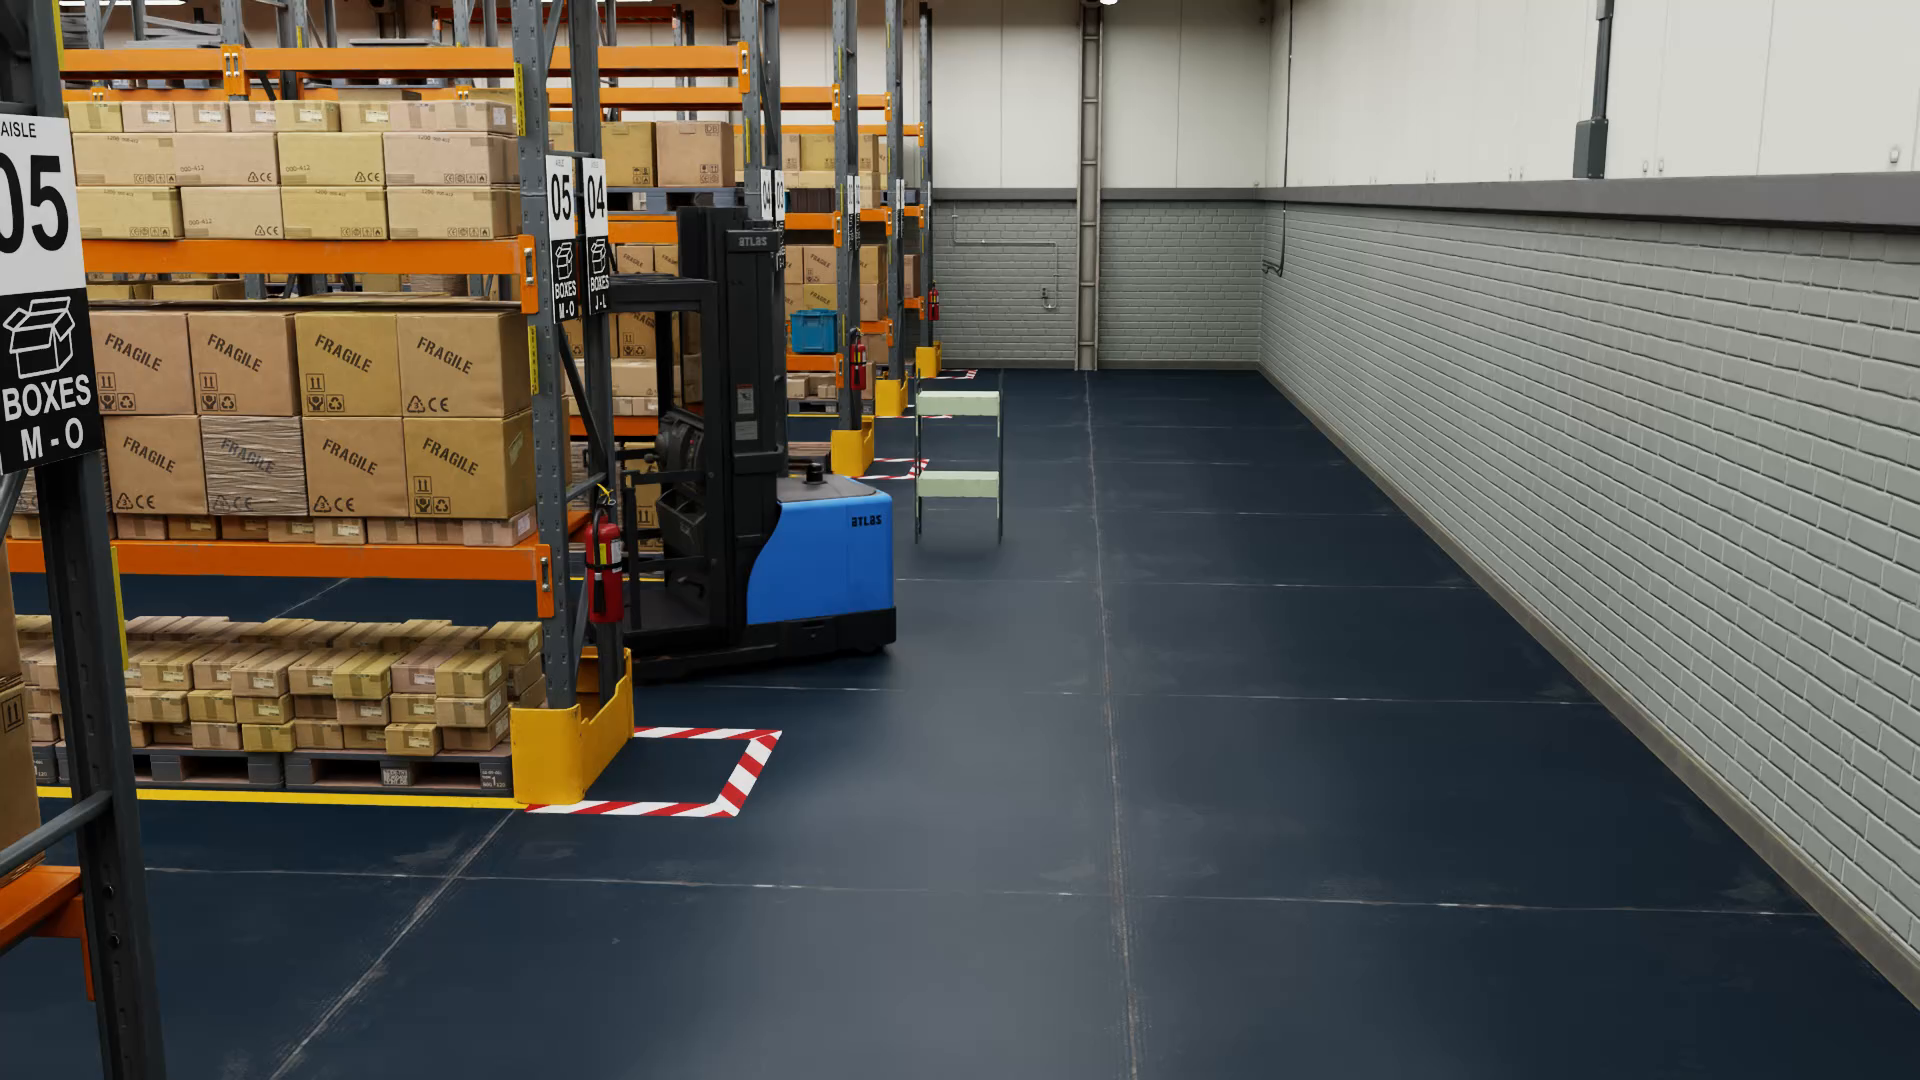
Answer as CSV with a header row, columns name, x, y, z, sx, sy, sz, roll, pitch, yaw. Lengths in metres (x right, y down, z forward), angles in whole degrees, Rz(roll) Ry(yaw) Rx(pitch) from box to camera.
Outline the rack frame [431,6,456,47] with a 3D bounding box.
name,x,y,z,sx,sy,sz,roll,pitch,yaw
rack frame,-8.539,-7.345,27.904,0.127,3.000,1.000,1,12,4

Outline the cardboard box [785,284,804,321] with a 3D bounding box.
name,x,y,z,sx,sy,sz,roll,pitch,yaw
cardboard box,-2.365,-3.301,22.978,0.500,0.500,0.500,1,12,4

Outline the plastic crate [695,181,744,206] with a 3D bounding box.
name,x,y,z,sx,sy,sz,roll,pitch,yaw
plastic crate,-2.725,-3.790,18.387,0.767,0.338,0.504,1,12,4

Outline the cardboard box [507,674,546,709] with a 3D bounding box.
name,x,y,z,sx,sy,sz,roll,pitch,yaw
cardboard box,-2.484,0.866,9.241,0.250,0.149,0.380,1,12,5

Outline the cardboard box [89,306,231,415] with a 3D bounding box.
name,x,y,z,sx,sy,sz,roll,pitch,yaw
cardboard box,-4.009,-0.910,8.379,0.500,0.500,0.500,0,12,2

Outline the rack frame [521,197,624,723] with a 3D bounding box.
name,x,y,z,sx,sy,sz,roll,pitch,yaw
rack frame,-1.982,-0.252,8.645,0.127,3.000,1.000,1,12,4

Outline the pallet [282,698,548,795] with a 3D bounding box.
name,x,y,z,sx,sy,sz,roll,pitch,yaw
pallet,-2.866,1.094,9.023,1.213,0.211,1.003,1,12,4

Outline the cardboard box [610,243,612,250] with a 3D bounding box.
name,x,y,z,sx,sy,sz,roll,pitch,yaw
cardboard box,-6.050,-4.895,27.994,0.500,0.250,0.500,1,12,5

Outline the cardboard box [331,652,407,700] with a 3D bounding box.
name,x,y,z,sx,sy,sz,roll,pitch,yaw
cardboard box,-3.041,0.699,8.585,0.250,0.149,0.380,1,12,2

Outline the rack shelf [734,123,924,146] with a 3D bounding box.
name,x,y,z,sx,sy,sz,roll,pitch,yaw
rack shelf,-2.553,-6.715,27.626,4.000,0.370,1.077,1,12,4

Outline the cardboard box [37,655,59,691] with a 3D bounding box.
name,x,y,z,sx,sy,sz,roll,pitch,yaw
cardboard box,-4.607,0.668,8.734,0.250,0.149,0.380,1,12,5

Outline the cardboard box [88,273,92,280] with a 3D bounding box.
name,x,y,z,sx,sy,sz,roll,pitch,yaw
cardboard box,-15.058,-4.737,28.571,0.500,0.500,0.500,0,12,2

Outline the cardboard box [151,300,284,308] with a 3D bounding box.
name,x,y,z,sx,sy,sz,roll,pitch,yaw
cardboard box,-3.943,-1.019,8.903,0.500,0.500,0.500,0,12,2

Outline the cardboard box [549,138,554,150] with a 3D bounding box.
name,x,y,z,sx,sy,sz,roll,pitch,yaw
cardboard box,-2.413,-1.950,8.585,0.500,0.250,0.500,1,12,5

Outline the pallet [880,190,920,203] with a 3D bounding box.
name,x,y,z,sx,sy,sz,roll,pitch,yaw
pallet,-1.298,-5.732,27.735,1.213,0.211,1.003,1,12,4

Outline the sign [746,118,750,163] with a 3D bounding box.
name,x,y,z,sx,sy,sz,roll,pitch,yaw
sign,-1.600,-3.016,12.563,0.005,0.325,0.100,1,12,4

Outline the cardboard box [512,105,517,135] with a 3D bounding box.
name,x,y,z,sx,sy,sz,roll,pitch,yaw
cardboard box,-2.290,-2.137,8.505,0.250,0.149,0.380,1,12,3

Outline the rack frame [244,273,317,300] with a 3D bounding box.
name,x,y,z,sx,sy,sz,roll,pitch,yaw
rack frame,-5.541,-1.318,13.744,0.127,3.000,1.000,1,12,4

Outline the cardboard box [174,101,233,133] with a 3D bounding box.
name,x,y,z,sx,sy,sz,roll,pitch,yaw
cardboard box,-3.609,-2.055,8.110,0.250,0.149,0.380,1,12,5

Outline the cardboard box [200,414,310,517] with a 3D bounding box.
name,x,y,z,sx,sy,sz,roll,pitch,yaw
cardboard box,-3.468,-0.413,8.445,0.500,0.500,0.500,1,12,4

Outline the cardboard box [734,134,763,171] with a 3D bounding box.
name,x,y,z,sx,sy,sz,roll,pitch,yaw
cardboard box,-2.890,-5.332,22.922,0.500,0.500,0.700,1,12,4

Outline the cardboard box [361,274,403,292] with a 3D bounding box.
name,x,y,z,sx,sy,sz,roll,pitch,yaw
cardboard box,-8.231,-3.666,23.696,0.500,0.500,0.700,-3,12,-15

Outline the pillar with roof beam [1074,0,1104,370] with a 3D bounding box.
name,x,y,z,sx,sy,sz,roll,pitch,yaw
pillar with roof beam,1.907,-6.496,23.844,0.548,9.000,9.100,1,12,4

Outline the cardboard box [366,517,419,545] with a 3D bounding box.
name,x,y,z,sx,sy,sz,roll,pitch,yaw
cardboard box,-2.823,-0.087,8.470,0.250,0.149,0.380,1,12,3

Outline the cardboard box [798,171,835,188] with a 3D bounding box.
name,x,y,z,sx,sy,sz,roll,pitch,yaw
cardboard box,-1.913,-4.888,22.631,0.500,0.250,0.500,1,12,4

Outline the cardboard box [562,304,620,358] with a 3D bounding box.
name,x,y,z,sx,sy,sz,roll,pitch,yaw
cardboard box,-3.027,-1.777,13.746,0.500,0.500,0.500,0,12,2

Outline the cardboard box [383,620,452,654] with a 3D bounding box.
name,x,y,z,sx,sy,sz,roll,pitch,yaw
cardboard box,-3.008,0.562,9.241,0.250,0.149,0.380,1,12,4

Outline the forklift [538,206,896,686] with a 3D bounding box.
name,x,y,z,sx,sy,sz,roll,pitch,yaw
forklift,-1.989,-0.643,10.681,3.031,2.935,1.130,-6,13,-25

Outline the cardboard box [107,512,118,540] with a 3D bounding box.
name,x,y,z,sx,sy,sz,roll,pitch,yaw
cardboard box,-4.395,-0.105,8.555,0.250,0.149,0.380,1,12,6

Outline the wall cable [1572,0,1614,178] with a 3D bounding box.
name,x,y,z,sx,sy,sz,roll,pitch,yaw
wall cable,3.861,-4.993,8.803,0.120,5.999,2.277,1,12,4

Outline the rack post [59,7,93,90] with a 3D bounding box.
name,x,y,z,sx,sy,sz,roll,pitch,yaw
rack post,-11.222,-5.464,18.425,3.121,1.000,1.013,1,12,4

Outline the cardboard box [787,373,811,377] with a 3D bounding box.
name,x,y,z,sx,sy,sz,roll,pitch,yaw
cardboard box,-2.406,-2.236,23.771,0.500,0.250,0.500,1,12,4

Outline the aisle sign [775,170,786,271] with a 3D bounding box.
name,x,y,z,sx,sy,sz,roll,pitch,yaw
aisle sign,-1.458,-2.596,13.504,0.004,0.787,0.394,1,12,4

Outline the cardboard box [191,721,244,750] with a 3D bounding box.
name,x,y,z,sx,sy,sz,roll,pitch,yaw
cardboard box,-3.820,0.970,8.740,0.250,0.149,0.380,1,12,5

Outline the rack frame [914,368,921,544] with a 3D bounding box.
name,x,y,z,sx,sy,sz,roll,pitch,yaw
rack frame,-0.372,-0.739,14.639,0.023,1.500,0.400,1,12,4

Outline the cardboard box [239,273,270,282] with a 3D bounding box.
name,x,y,z,sx,sy,sz,roll,pitch,yaw
cardboard box,-12.025,-4.714,28.658,0.500,0.500,0.700,1,12,4

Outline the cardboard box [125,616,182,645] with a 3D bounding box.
name,x,y,z,sx,sy,sz,roll,pitch,yaw
cardboard box,-4.565,0.546,9.317,0.250,0.149,0.380,0,12,1

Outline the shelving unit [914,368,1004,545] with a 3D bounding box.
name,x,y,z,sx,sy,sz,roll,pitch,yaw
shelving unit,-0.007,-0.734,14.615,0.755,1.500,0.431,1,12,4

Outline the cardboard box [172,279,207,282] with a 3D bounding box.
name,x,y,z,sx,sy,sz,roll,pitch,yaw
cardboard box,-11.067,-3.472,23.798,0.500,0.500,0.500,1,12,4

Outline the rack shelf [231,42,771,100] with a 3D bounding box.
name,x,y,z,sx,sy,sz,roll,pitch,yaw
rack shelf,-3.546,-3.679,13.113,4.000,0.370,1.077,1,12,4

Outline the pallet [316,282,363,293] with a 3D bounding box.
name,x,y,z,sx,sy,sz,roll,pitch,yaw
pallet,-10.517,-4.334,28.627,1.213,0.211,1.003,1,12,4

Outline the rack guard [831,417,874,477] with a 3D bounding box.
name,x,y,z,sx,sy,sz,roll,pitch,yaw
rack guard,-1.194,-1.054,18.586,0.348,0.500,1.175,1,12,4

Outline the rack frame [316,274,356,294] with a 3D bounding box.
name,x,y,z,sx,sy,sz,roll,pitch,yaw
rack frame,-8.867,-3.397,23.680,0.127,3.000,1.000,1,12,4

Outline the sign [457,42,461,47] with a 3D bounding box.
name,x,y,z,sx,sy,sz,roll,pitch,yaw
sign,-5.249,-5.052,17.451,0.005,0.325,0.100,1,12,4

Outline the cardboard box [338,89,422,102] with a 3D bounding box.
name,x,y,z,sx,sy,sz,roll,pitch,yaw
cardboard box,-4.603,-3.443,13.229,0.500,0.250,0.500,0,12,0

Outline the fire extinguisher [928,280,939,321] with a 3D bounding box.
name,x,y,z,sx,sy,sz,roll,pitch,yaw
fire extinguisher,-0.437,-3.983,27.580,0.183,0.674,0.296,1,12,4

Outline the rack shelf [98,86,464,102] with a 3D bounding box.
name,x,y,z,sx,sy,sz,roll,pitch,yaw
rack shelf,-7.206,-4.746,18.212,4.000,0.370,1.077,1,12,4

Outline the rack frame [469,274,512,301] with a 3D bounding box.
name,x,y,z,sx,sy,sz,roll,pitch,yaw
rack frame,-5.210,-2.330,18.581,0.127,3.000,1.000,1,12,4

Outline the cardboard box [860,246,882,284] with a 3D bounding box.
name,x,y,z,sx,sy,sz,roll,pitch,yaw
cardboard box,-1.347,-3.775,22.805,0.500,0.500,0.500,1,12,3

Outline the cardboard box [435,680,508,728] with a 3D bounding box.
name,x,y,z,sx,sy,sz,roll,pitch,yaw
cardboard box,-2.528,0.844,8.619,0.250,0.149,0.380,0,12,2

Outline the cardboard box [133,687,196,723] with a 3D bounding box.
name,x,y,z,sx,sy,sz,roll,pitch,yaw
cardboard box,-4.095,0.827,8.698,0.250,0.149,0.380,1,12,4

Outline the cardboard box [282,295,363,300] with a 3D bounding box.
name,x,y,z,sx,sy,sz,roll,pitch,yaw
cardboard box,-5.080,-1.699,13.371,0.500,0.500,0.500,1,12,4
